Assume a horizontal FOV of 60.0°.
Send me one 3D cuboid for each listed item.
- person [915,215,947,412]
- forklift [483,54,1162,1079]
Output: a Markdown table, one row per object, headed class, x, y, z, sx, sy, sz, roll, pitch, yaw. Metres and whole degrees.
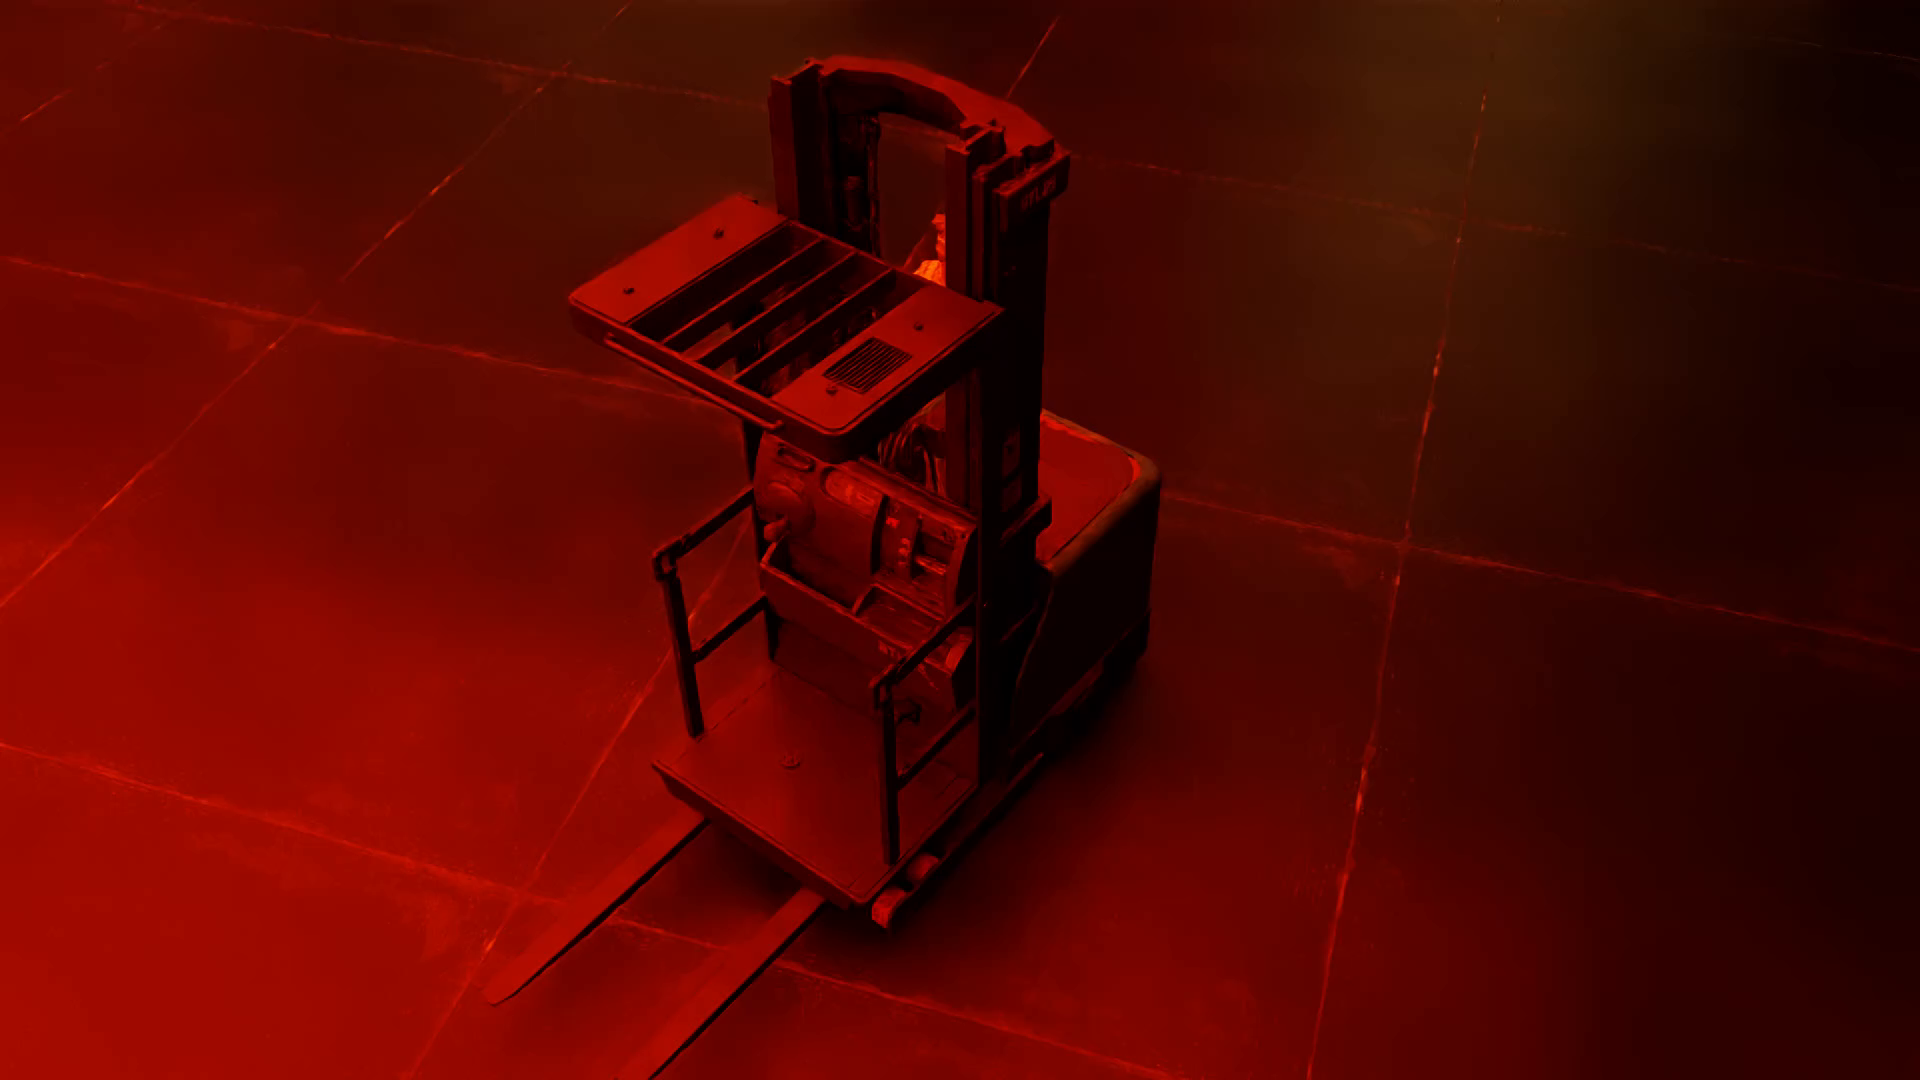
| class | x | y | z | sx | sy | sz | roll | pitch | yaw |
| --- | --- | --- | --- | --- | --- | --- | --- | --- | --- |
| person | -0.004 | -0.638 | 7.227 | 0.523 | 1.773 | 0.396 | 12 | 44 | 13 |
| forklift | -0.480 | 0.005 | 5.683 | 1.130 | 2.935 | 3.031 | 28 | 50 | 27 |
